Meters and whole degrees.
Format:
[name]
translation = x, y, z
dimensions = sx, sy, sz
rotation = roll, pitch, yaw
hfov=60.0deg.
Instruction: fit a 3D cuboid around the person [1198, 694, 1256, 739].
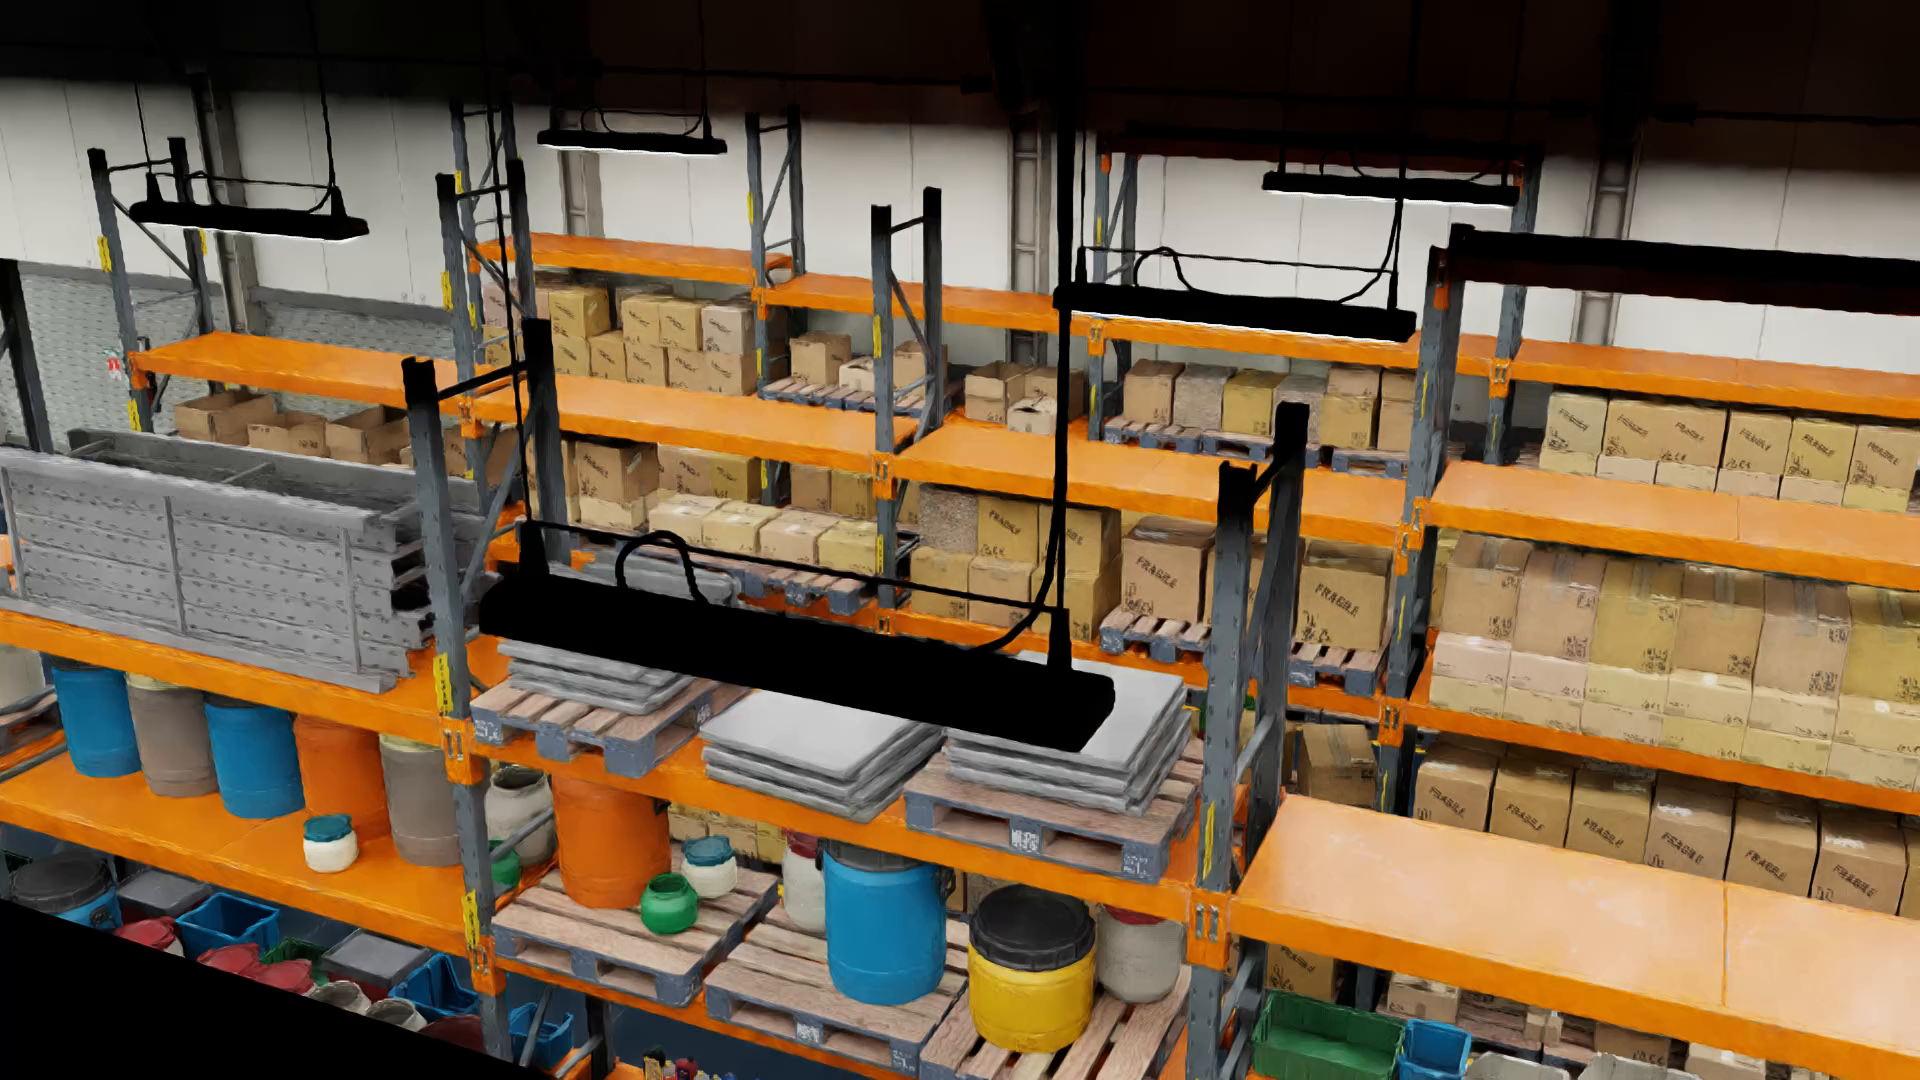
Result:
[person]
translation = 2.631, 1.359, 16.593
dimensions = 1.116, 1.705, 0.545
rotation = 8, 22, 20
